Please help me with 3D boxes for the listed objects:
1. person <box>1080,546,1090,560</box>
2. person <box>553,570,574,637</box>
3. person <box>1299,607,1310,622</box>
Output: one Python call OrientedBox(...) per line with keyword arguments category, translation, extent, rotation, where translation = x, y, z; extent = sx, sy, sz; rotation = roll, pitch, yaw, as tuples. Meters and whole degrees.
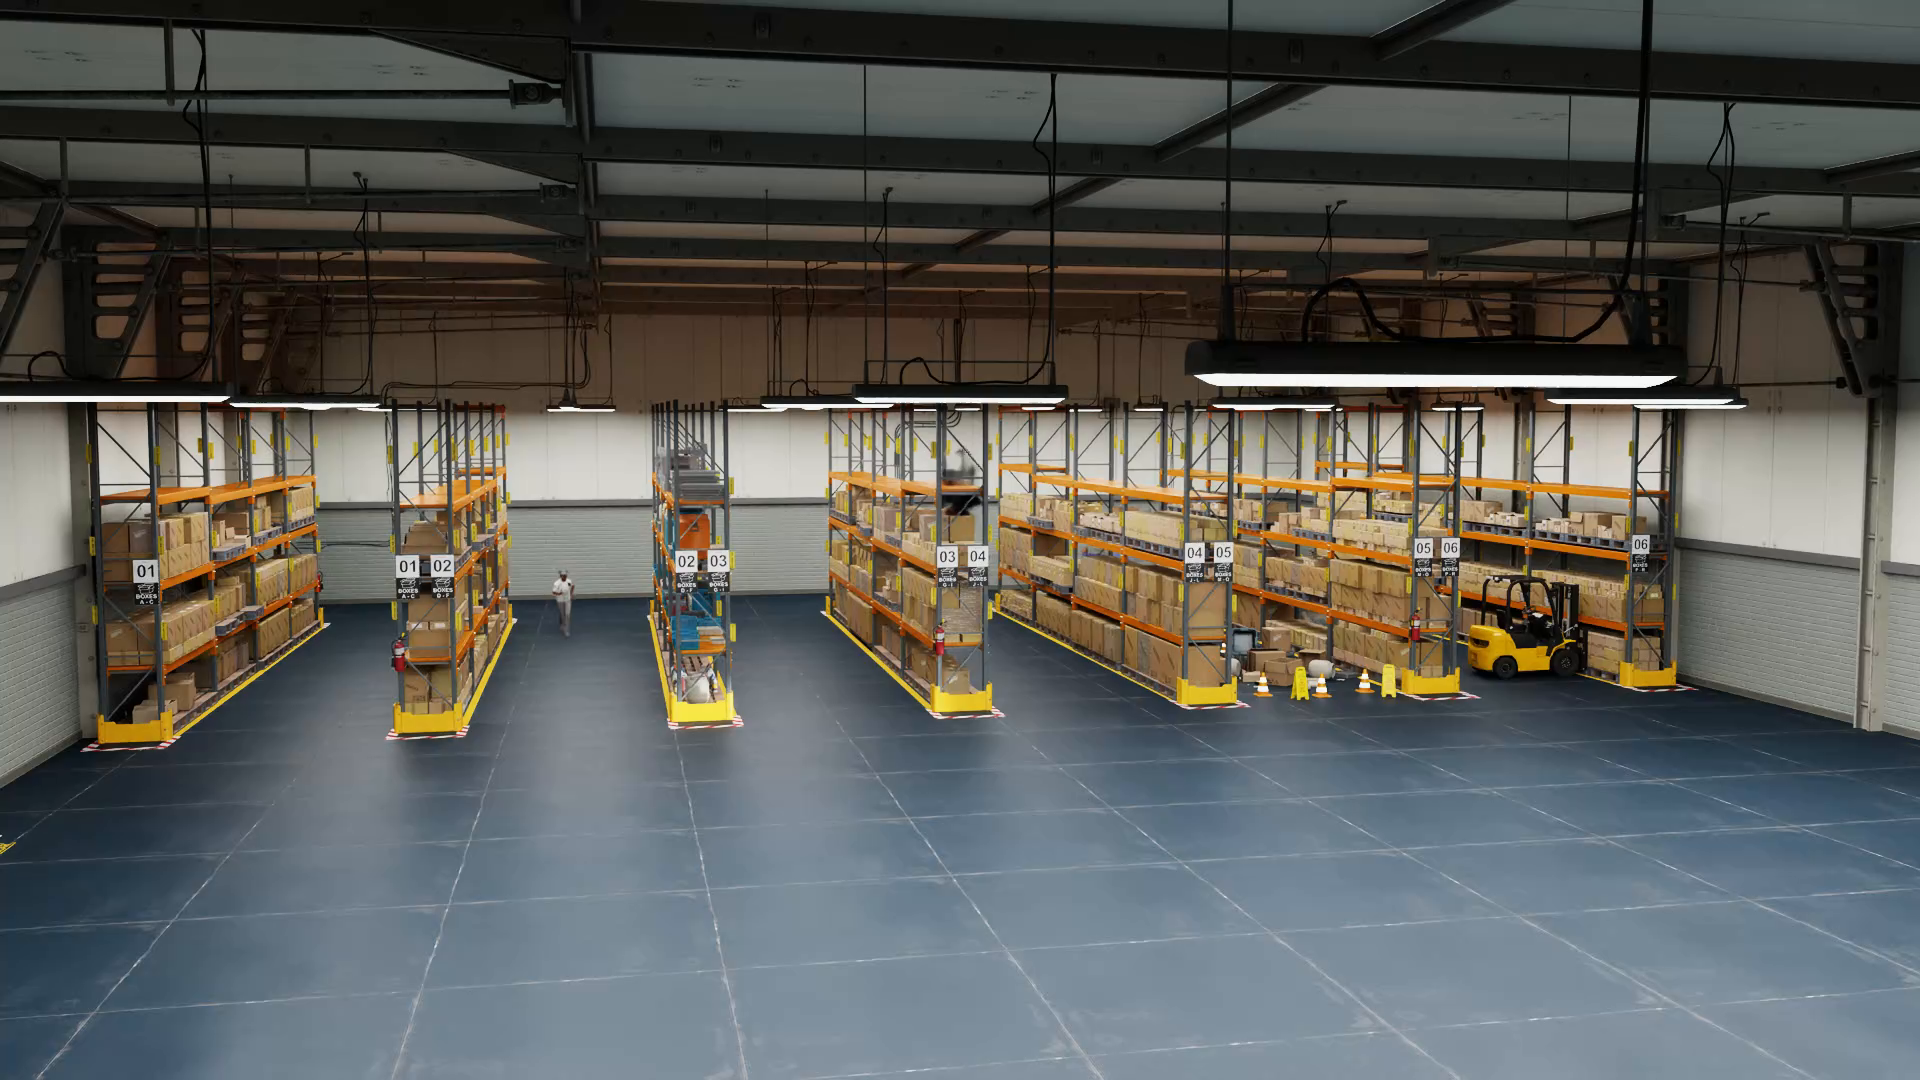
OrientedBox(category="person", translation=(3.883, 1.025, 51.389), extent=(0.920, 1.645, 0.582), rotation=(-3, 5, -35))
OrientedBox(category="person", translation=(-10.313, 1.630, 43.290), extent=(0.579, 1.743, 0.912), rotation=(-1, 5, -19))
OrientedBox(category="person", translation=(9.123, 1.585, 44.120), extent=(0.633, 1.690, 0.717), rotation=(-2, 5, -22))
